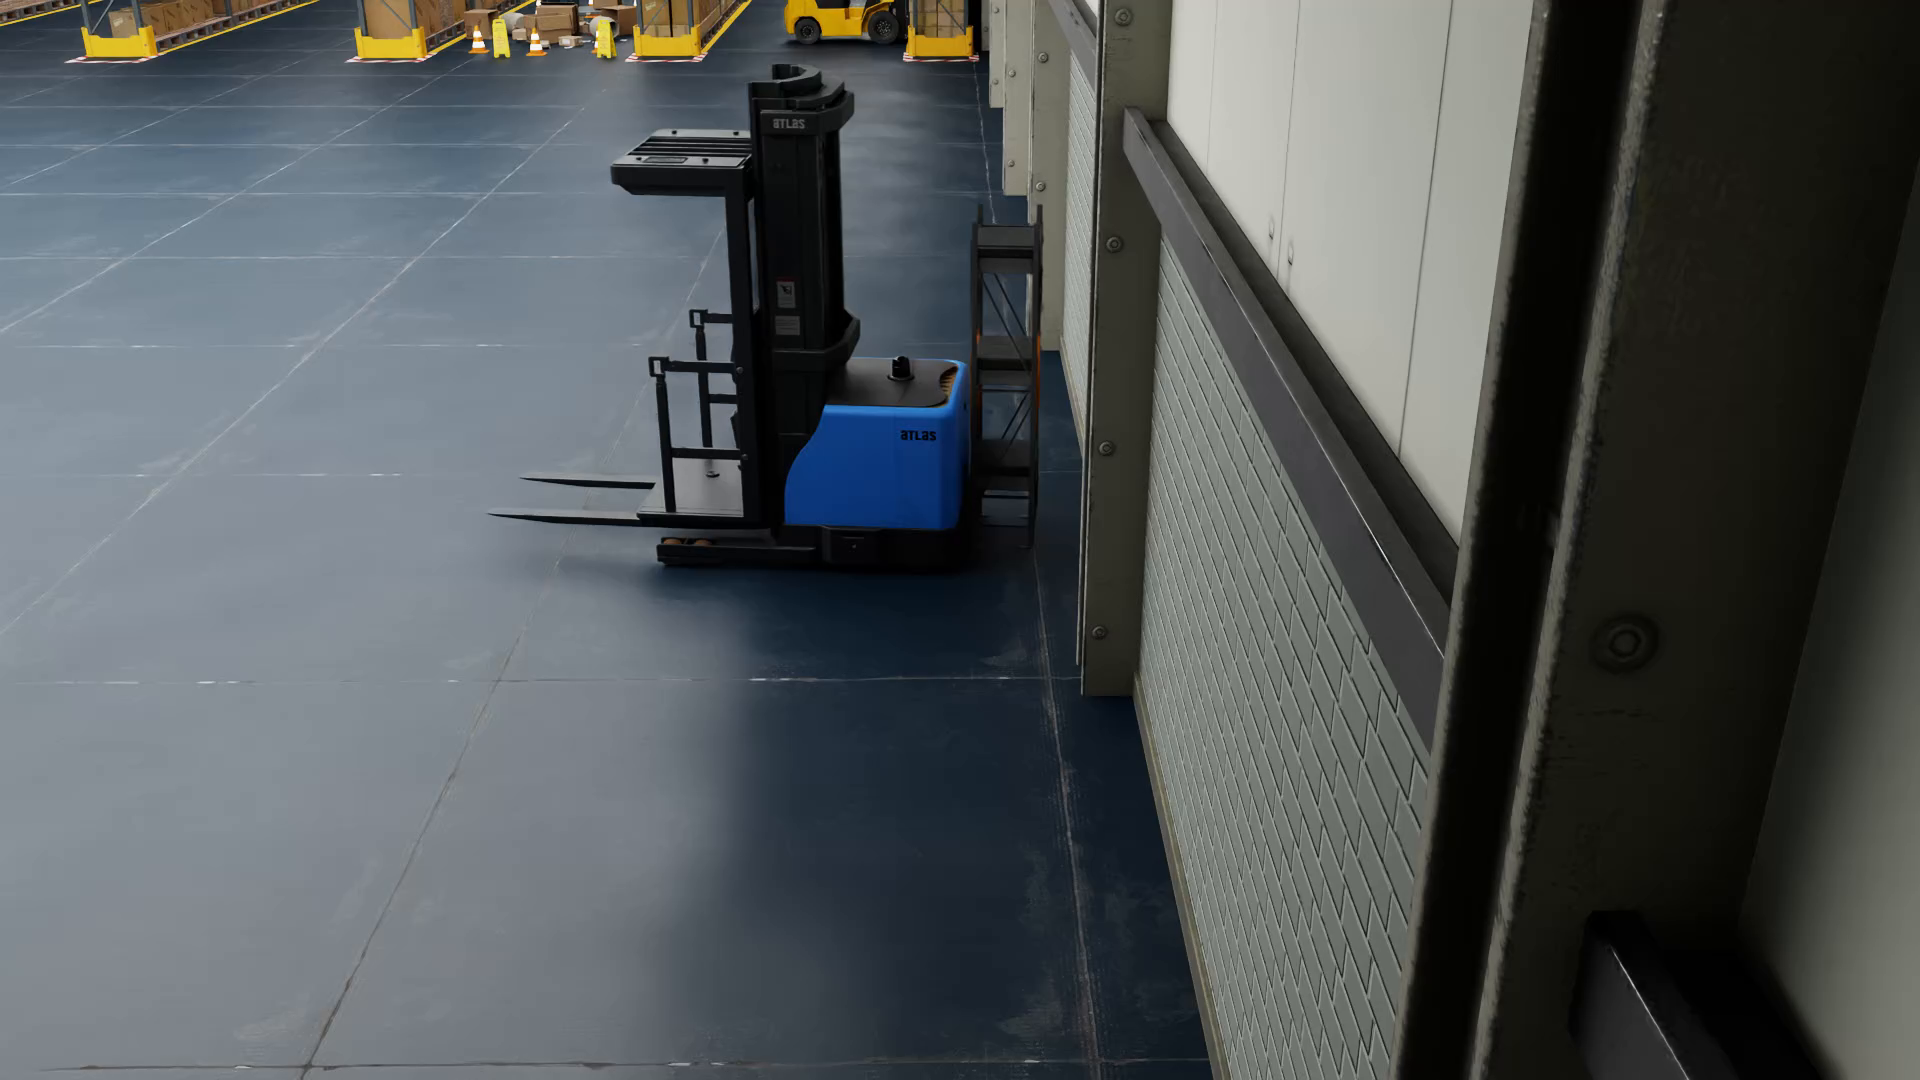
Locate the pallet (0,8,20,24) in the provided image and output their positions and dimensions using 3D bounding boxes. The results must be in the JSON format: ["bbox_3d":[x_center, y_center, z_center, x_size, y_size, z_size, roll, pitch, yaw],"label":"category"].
[{"bbox_3d":[-20.267,-10.825,34.427,1.003,0.211,1.213,0,24,-1],"label":"pallet"}]

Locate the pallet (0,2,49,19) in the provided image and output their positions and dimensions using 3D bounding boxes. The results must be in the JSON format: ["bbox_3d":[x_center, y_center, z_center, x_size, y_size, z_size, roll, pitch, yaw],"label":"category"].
[{"bbox_3d":[-20.283,-11.328,35.542,1.003,0.211,1.213,0,24,-1],"label":"pallet"}]

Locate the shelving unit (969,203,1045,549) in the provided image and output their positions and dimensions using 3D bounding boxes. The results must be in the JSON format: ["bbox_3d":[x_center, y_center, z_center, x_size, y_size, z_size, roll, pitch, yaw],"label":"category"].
[{"bbox_3d":[0.289,-1.008,10.431,0.431,2.100,0.503,2,24,4],"label":"shelving unit"}]

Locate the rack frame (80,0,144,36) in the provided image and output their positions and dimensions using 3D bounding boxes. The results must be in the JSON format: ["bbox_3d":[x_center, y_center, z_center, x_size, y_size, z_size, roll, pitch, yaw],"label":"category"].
[{"bbox_3d":[-15.224,-10.146,29.542,1.000,3.000,0.127,0,24,-1],"label":"rack frame"}]

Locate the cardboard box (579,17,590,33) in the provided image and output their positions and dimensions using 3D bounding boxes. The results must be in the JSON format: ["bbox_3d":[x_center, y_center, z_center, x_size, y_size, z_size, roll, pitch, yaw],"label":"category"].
[{"bbox_3d":[-7.495,-10.247,33.085,0.258,0.266,0.396,-19,31,-36],"label":"cardboard box"}]

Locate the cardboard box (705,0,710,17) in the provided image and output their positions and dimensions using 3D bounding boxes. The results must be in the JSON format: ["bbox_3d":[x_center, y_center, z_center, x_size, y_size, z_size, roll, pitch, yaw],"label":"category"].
[{"bbox_3d":[-5.055,-10.236,31.659,0.500,0.500,0.500,0,24,0],"label":"cardboard box"}]

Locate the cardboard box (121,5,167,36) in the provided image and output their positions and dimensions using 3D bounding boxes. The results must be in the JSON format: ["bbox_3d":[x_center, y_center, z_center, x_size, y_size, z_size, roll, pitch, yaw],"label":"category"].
[{"bbox_3d":[-15.254,-9.702,31.084,0.500,0.500,0.500,6,25,13],"label":"cardboard box"}]

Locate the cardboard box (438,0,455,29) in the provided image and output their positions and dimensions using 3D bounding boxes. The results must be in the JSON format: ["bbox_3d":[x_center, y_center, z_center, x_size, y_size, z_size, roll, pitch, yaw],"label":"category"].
[{"bbox_3d":[-10.356,-10.367,32.100,0.875,0.875,0.875,0,24,0],"label":"cardboard box"}]

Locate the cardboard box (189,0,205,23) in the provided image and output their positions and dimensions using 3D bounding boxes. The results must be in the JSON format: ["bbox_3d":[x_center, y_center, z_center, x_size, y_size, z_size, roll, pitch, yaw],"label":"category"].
[{"bbox_3d":[-15.289,-10.445,32.729,0.500,0.500,0.500,8,25,16],"label":"cardboard box"}]

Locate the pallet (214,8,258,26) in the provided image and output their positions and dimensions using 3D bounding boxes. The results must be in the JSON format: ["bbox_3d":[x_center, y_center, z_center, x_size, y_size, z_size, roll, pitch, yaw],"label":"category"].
[{"bbox_3d":[-15.277,-10.844,34.471,1.003,0.211,1.213,0,24,-1],"label":"pallet"}]

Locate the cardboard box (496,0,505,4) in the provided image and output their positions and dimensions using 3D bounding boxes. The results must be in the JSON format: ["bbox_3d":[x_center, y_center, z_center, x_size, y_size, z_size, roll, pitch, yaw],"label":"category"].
[{"bbox_3d":[-10.420,-11.978,35.813,1.050,0.750,0.750,0,24,0],"label":"cardboard box"}]

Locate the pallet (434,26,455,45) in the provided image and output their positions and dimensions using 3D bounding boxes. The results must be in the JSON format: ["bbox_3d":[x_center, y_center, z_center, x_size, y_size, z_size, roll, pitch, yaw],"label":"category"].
[{"bbox_3d":[-10.360,-9.686,31.911,1.003,0.211,1.213,0,24,-1],"label":"pallet"}]

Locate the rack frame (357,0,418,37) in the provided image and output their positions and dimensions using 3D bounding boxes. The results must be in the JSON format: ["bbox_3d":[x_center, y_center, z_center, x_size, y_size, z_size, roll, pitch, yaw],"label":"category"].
[{"bbox_3d":[-10.263,-10.126,29.500,1.000,3.000,0.127,0,24,-1],"label":"rack frame"}]

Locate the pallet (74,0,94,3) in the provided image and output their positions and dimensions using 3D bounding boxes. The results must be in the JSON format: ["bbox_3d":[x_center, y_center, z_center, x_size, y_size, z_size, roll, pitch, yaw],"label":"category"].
[{"bbox_3d":[-20.314,-12.474,38.074,1.003,0.211,1.213,0,24,-1],"label":"pallet"}]

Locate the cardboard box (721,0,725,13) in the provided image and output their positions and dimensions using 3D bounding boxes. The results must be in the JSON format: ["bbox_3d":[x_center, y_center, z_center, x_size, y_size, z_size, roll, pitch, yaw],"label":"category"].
[{"bbox_3d":[-5.366,-11.049,34.218,0.950,0.372,0.625,0,24,0],"label":"cardboard box"}]

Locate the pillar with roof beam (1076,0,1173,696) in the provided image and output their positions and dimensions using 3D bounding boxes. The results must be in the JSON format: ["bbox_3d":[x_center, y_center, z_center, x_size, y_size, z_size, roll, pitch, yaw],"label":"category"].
[{"bbox_3d":[-3.500,-3.330,7.192,9.100,9.000,0.400,0,24,-1],"label":"pillar with roof beam"}]

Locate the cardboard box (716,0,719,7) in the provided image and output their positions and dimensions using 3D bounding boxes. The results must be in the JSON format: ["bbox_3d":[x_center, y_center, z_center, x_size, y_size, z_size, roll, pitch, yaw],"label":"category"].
[{"bbox_3d":[-5.083,-10.876,33.074,0.500,0.500,0.500,-1,24,-1],"label":"cardboard box"}]

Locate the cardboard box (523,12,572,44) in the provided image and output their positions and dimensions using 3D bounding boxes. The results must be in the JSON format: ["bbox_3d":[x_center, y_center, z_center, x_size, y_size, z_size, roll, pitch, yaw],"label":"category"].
[{"bbox_3d":[-7.865,-9.765,31.731,0.797,0.503,0.637,-19,31,-36],"label":"cardboard box"}]

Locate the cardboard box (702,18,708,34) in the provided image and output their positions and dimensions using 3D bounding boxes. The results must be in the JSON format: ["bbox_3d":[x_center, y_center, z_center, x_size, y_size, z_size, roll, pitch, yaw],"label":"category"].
[{"bbox_3d":[-5.044,-9.673,31.324,0.500,0.250,0.500,1,24,1],"label":"cardboard box"}]

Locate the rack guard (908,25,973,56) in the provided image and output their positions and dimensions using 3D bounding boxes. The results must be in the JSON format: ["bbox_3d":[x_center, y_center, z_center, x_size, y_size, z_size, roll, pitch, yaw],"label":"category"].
[{"bbox_3d":[-0.350,-9.065,30.187,1.175,0.500,0.348,0,24,-1],"label":"rack guard"}]

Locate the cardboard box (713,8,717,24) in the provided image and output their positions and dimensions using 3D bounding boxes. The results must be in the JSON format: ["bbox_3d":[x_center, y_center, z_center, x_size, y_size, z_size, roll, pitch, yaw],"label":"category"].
[{"bbox_3d":[-5.067,-10.315,32.744,0.500,0.250,0.500,-1,24,-2],"label":"cardboard box"}]

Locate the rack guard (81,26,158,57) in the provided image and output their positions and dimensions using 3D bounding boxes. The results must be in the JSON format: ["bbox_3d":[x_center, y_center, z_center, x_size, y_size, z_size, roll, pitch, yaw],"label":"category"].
[{"bbox_3d":[-15.224,-9.038,30.127,1.175,0.500,0.348,0,24,-1],"label":"rack guard"}]

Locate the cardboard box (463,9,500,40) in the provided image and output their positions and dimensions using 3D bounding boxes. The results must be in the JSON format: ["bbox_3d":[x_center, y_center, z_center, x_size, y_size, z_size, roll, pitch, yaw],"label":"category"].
[{"bbox_3d":[-9.263,-10.002,32.254,0.500,0.500,0.500,4,25,9],"label":"cardboard box"}]

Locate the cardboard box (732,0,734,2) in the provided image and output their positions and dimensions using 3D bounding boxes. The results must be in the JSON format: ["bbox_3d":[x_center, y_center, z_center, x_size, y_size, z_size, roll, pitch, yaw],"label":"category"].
[{"bbox_3d":[-5.389,-11.944,36.198,0.950,0.372,0.625,-1,24,-2],"label":"cardboard box"}]

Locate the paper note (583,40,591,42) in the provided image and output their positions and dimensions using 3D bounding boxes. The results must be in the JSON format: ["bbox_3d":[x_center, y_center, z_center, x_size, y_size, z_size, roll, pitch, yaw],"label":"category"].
[{"bbox_3d":[-7.174,-9.563,31.872,0.148,0.019,0.142,8,26,18],"label":"paper note"}]

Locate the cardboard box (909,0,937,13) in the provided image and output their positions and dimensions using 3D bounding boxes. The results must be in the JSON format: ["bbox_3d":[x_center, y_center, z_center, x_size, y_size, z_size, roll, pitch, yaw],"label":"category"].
[{"bbox_3d":[-0.668,-9.796,30.384,0.500,0.250,0.500,1,24,1],"label":"cardboard box"}]

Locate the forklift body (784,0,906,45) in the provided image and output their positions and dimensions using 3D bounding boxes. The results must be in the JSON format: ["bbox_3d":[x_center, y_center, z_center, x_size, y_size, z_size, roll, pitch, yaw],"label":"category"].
[{"bbox_3d":[-2.196,-10.600,31.578,2.313,2.155,1.214,0,24,-1],"label":"forklift body"}]

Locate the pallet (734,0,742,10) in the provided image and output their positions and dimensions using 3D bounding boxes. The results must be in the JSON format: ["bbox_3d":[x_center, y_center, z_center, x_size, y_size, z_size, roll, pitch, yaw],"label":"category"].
[{"bbox_3d":[-5.394,-11.894,36.792,1.003,0.211,1.213,0,24,-1],"label":"pallet"}]

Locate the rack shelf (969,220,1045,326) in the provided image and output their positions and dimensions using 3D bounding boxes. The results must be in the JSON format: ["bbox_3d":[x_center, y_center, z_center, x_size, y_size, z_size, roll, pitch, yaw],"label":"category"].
[{"bbox_3d":[0.289,-1.634,10.149,0.431,0.518,0.480,2,24,4],"label":"rack shelf"}]

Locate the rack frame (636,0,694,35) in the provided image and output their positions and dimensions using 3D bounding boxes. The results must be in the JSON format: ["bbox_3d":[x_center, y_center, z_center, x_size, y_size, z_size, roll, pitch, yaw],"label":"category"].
[{"bbox_3d":[-5.314,-10.190,29.641,1.000,3.000,0.127,0,24,-1],"label":"rack frame"}]

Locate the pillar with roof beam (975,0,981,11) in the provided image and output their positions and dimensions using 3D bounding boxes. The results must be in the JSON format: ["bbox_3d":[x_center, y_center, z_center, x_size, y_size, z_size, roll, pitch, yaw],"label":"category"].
[{"bbox_3d":[-3.827,-15.691,34.524,9.100,9.000,0.400,0,24,-1],"label":"pillar with roof beam"}]

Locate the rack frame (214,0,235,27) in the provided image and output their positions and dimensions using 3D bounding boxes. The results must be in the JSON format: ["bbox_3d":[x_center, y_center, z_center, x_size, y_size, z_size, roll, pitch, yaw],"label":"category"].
[{"bbox_3d":[-15.267,-11.794,33.187,1.000,3.000,0.127,0,24,-1],"label":"rack frame"}]

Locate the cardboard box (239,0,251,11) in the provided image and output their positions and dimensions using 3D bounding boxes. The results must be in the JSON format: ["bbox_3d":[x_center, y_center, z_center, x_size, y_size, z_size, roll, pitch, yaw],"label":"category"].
[{"bbox_3d":[-15.239,-11.305,34.606,0.700,0.500,0.500,0,24,-1],"label":"cardboard box"}]

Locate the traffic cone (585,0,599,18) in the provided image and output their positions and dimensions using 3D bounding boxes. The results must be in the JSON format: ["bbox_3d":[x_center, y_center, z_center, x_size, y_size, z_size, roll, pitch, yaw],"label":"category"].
[{"bbox_3d":[-7.774,-11.302,35.178,0.336,0.463,0.334,0,24,-1],"label":"traffic cone"}]

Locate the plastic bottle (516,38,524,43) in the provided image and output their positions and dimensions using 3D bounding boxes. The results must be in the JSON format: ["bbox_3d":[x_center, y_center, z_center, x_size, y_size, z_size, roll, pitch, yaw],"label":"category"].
[{"bbox_3d":[-8.421,-9.552,31.795,0.133,0.061,0.283,-9,26,-19],"label":"plastic bottle"}]

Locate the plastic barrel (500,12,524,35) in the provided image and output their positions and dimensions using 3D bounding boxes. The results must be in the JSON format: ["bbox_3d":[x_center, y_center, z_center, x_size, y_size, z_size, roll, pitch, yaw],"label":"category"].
[{"bbox_3d":[-8.760,-10.140,32.657,0.512,0.421,0.421,19,30,35],"label":"plastic barrel"}]

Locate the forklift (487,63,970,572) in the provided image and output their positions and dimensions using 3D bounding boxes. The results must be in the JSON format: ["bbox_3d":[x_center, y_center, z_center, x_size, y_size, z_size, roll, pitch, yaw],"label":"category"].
[{"bbox_3d":[-1.475,-1.379,10.243,3.031,2.935,1.130,2,24,5],"label":"forklift"}]

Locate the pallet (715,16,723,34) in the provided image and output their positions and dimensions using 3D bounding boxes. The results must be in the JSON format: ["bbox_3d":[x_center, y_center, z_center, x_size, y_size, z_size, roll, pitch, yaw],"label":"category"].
[{"bbox_3d":[-5.315,-10.291,33.248,1.003,0.211,1.213,0,24,-1],"label":"pallet"}]

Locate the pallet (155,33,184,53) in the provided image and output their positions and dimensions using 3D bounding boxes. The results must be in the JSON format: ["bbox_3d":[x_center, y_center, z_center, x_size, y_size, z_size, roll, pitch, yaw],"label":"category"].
[{"bbox_3d":[-15.198,-9.241,30.927,1.003,0.211,1.213,0,24,-1],"label":"pallet"}]

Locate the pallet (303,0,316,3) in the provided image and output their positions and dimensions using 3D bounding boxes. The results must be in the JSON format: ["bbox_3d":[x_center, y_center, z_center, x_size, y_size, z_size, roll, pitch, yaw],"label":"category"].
[{"bbox_3d":[-15.244,-12.497,38.125,1.003,0.211,1.213,0,24,-1],"label":"pallet"}]

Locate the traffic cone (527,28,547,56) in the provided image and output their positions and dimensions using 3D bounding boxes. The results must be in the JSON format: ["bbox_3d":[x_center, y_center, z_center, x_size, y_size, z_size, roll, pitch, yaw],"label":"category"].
[{"bbox_3d":[-7.715,-9.061,30.222,0.336,0.463,0.334,0,24,-1],"label":"traffic cone"}]
